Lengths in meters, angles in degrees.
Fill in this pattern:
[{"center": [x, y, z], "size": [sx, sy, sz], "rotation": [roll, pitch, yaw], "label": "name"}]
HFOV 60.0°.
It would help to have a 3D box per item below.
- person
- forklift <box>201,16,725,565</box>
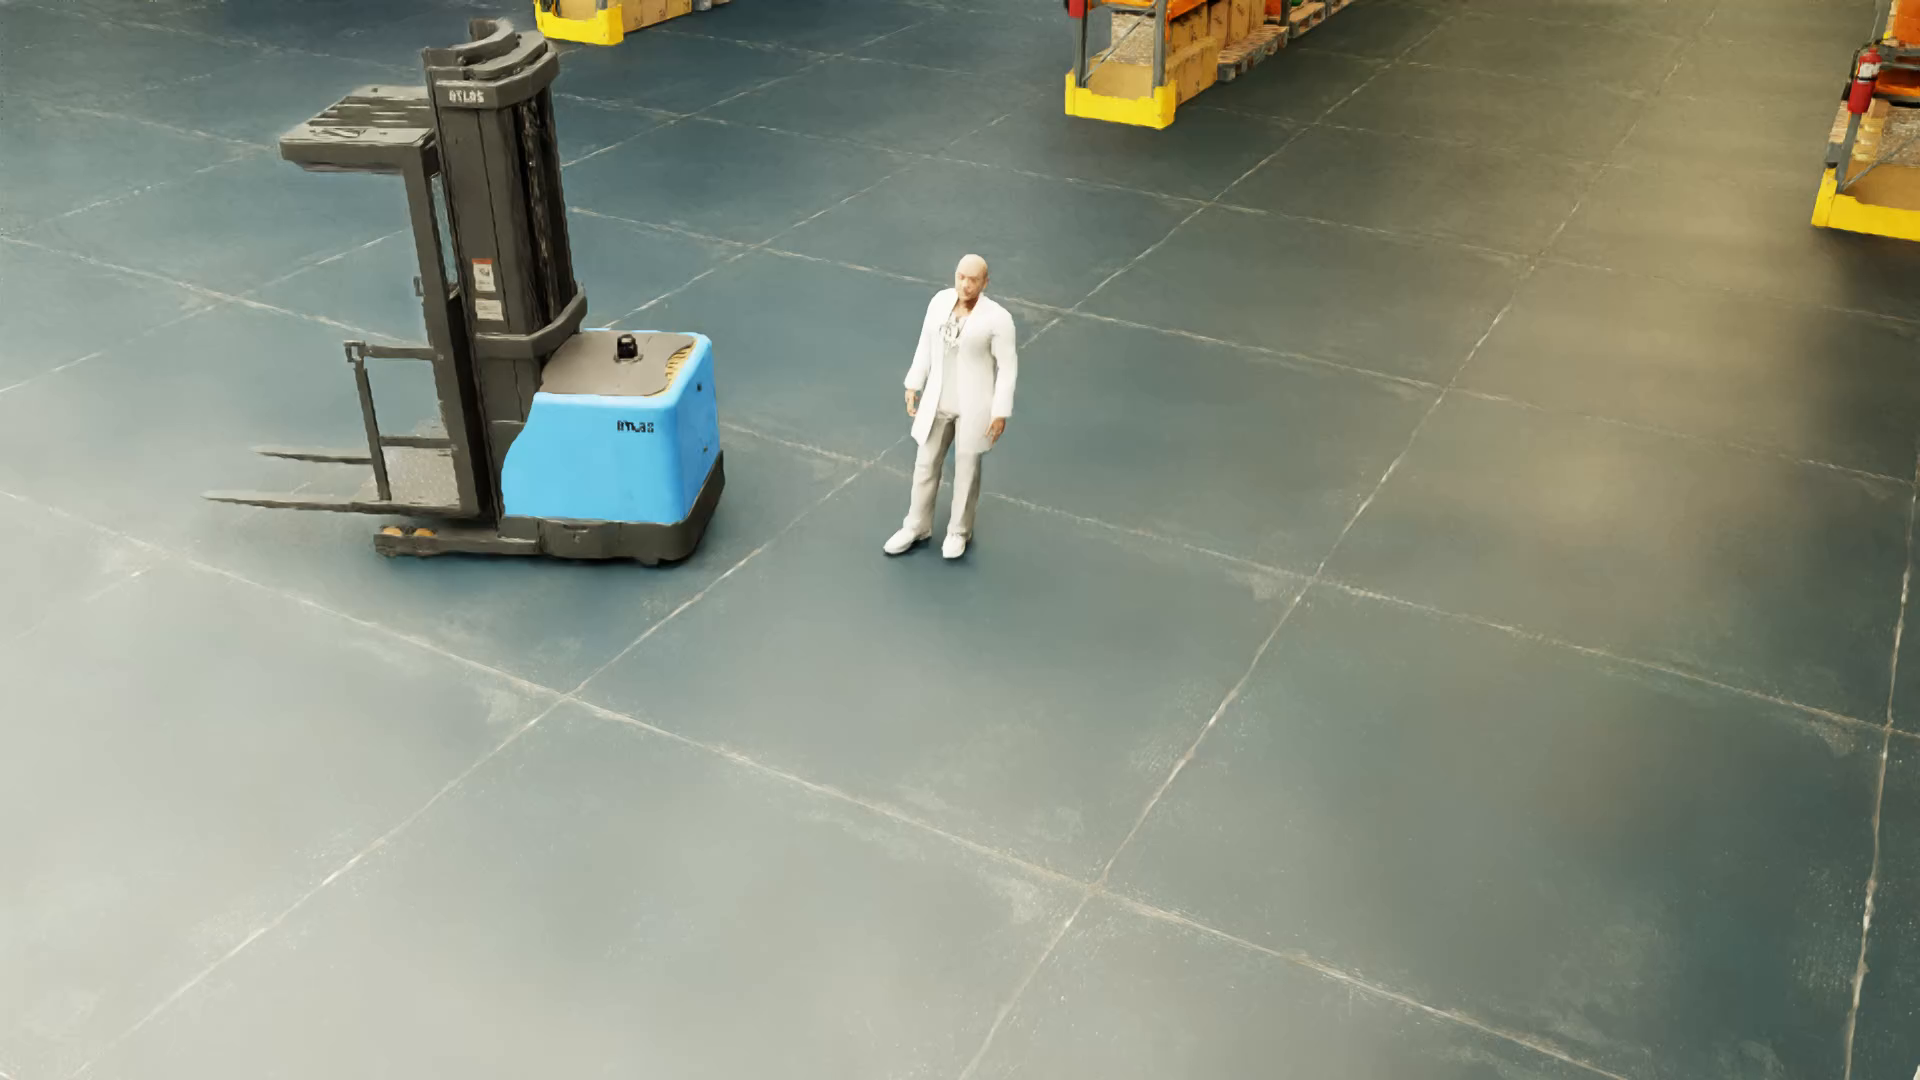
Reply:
[{"center": [-0.048, -0.737, 9.488], "size": [0.694, 1.776, 0.579], "rotation": [15, 33, 25], "label": "person"}, {"center": [-3.031, -1.426, 9.541], "size": [3.031, 2.935, 1.130], "rotation": [3, 30, 5], "label": "forklift"}]
